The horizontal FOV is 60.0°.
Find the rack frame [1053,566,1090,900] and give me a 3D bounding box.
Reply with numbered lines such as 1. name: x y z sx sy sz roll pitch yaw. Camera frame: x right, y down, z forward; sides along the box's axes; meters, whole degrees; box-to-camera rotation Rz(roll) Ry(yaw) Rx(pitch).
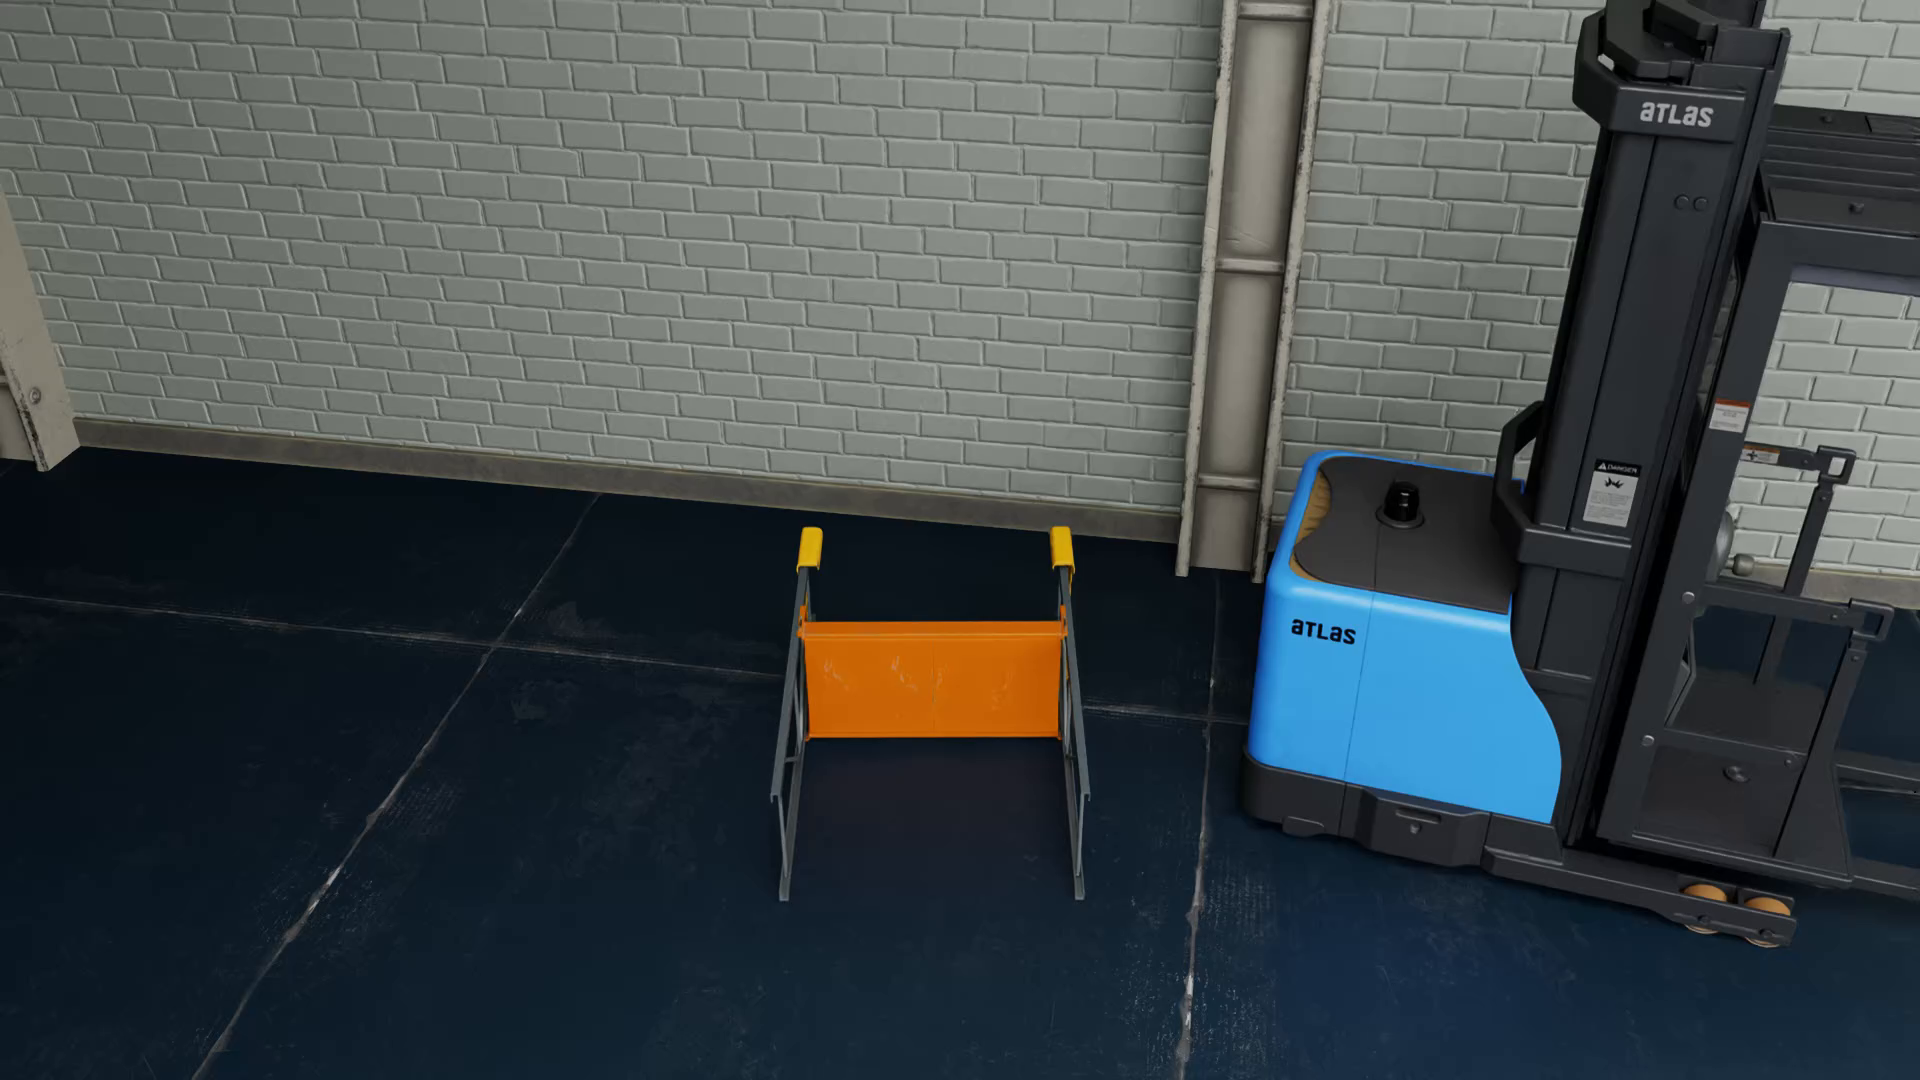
1. rack frame: 0.408 0.611 6.204 0.032 0.500 1.500 0 34 0

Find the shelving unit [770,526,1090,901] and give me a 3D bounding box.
1. shelving unit: -0.092 0.612 6.201 1.083 0.587 1.500 0 34 0

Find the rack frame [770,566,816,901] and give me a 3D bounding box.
1. rack frame: -0.609 0.614 6.199 0.032 0.500 1.500 0 34 0

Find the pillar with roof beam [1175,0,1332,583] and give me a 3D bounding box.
1. pillar with roof beam: 0.466 -1.466 1.611 0.400 9.000 9.100 5 32 8

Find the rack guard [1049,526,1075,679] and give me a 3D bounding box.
1. rack guard: 0.403 0.259 6.720 0.087 0.587 0.250 0 34 0

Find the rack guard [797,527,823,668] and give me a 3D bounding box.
1. rack guard: -0.593 0.261 6.716 0.087 0.587 0.250 0 34 0

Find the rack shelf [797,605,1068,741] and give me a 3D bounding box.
1. rack shelf: -0.102 0.511 6.350 1.000 0.538 0.185 0 34 0

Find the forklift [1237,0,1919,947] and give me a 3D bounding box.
1. forklift: 2.590 -0.197 5.302 3.031 2.935 1.130 10 33 16

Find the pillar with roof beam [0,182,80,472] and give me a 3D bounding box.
1. pillar with roof beam: -5.449 -2.002 2.467 0.400 9.000 9.100 5 32 8
